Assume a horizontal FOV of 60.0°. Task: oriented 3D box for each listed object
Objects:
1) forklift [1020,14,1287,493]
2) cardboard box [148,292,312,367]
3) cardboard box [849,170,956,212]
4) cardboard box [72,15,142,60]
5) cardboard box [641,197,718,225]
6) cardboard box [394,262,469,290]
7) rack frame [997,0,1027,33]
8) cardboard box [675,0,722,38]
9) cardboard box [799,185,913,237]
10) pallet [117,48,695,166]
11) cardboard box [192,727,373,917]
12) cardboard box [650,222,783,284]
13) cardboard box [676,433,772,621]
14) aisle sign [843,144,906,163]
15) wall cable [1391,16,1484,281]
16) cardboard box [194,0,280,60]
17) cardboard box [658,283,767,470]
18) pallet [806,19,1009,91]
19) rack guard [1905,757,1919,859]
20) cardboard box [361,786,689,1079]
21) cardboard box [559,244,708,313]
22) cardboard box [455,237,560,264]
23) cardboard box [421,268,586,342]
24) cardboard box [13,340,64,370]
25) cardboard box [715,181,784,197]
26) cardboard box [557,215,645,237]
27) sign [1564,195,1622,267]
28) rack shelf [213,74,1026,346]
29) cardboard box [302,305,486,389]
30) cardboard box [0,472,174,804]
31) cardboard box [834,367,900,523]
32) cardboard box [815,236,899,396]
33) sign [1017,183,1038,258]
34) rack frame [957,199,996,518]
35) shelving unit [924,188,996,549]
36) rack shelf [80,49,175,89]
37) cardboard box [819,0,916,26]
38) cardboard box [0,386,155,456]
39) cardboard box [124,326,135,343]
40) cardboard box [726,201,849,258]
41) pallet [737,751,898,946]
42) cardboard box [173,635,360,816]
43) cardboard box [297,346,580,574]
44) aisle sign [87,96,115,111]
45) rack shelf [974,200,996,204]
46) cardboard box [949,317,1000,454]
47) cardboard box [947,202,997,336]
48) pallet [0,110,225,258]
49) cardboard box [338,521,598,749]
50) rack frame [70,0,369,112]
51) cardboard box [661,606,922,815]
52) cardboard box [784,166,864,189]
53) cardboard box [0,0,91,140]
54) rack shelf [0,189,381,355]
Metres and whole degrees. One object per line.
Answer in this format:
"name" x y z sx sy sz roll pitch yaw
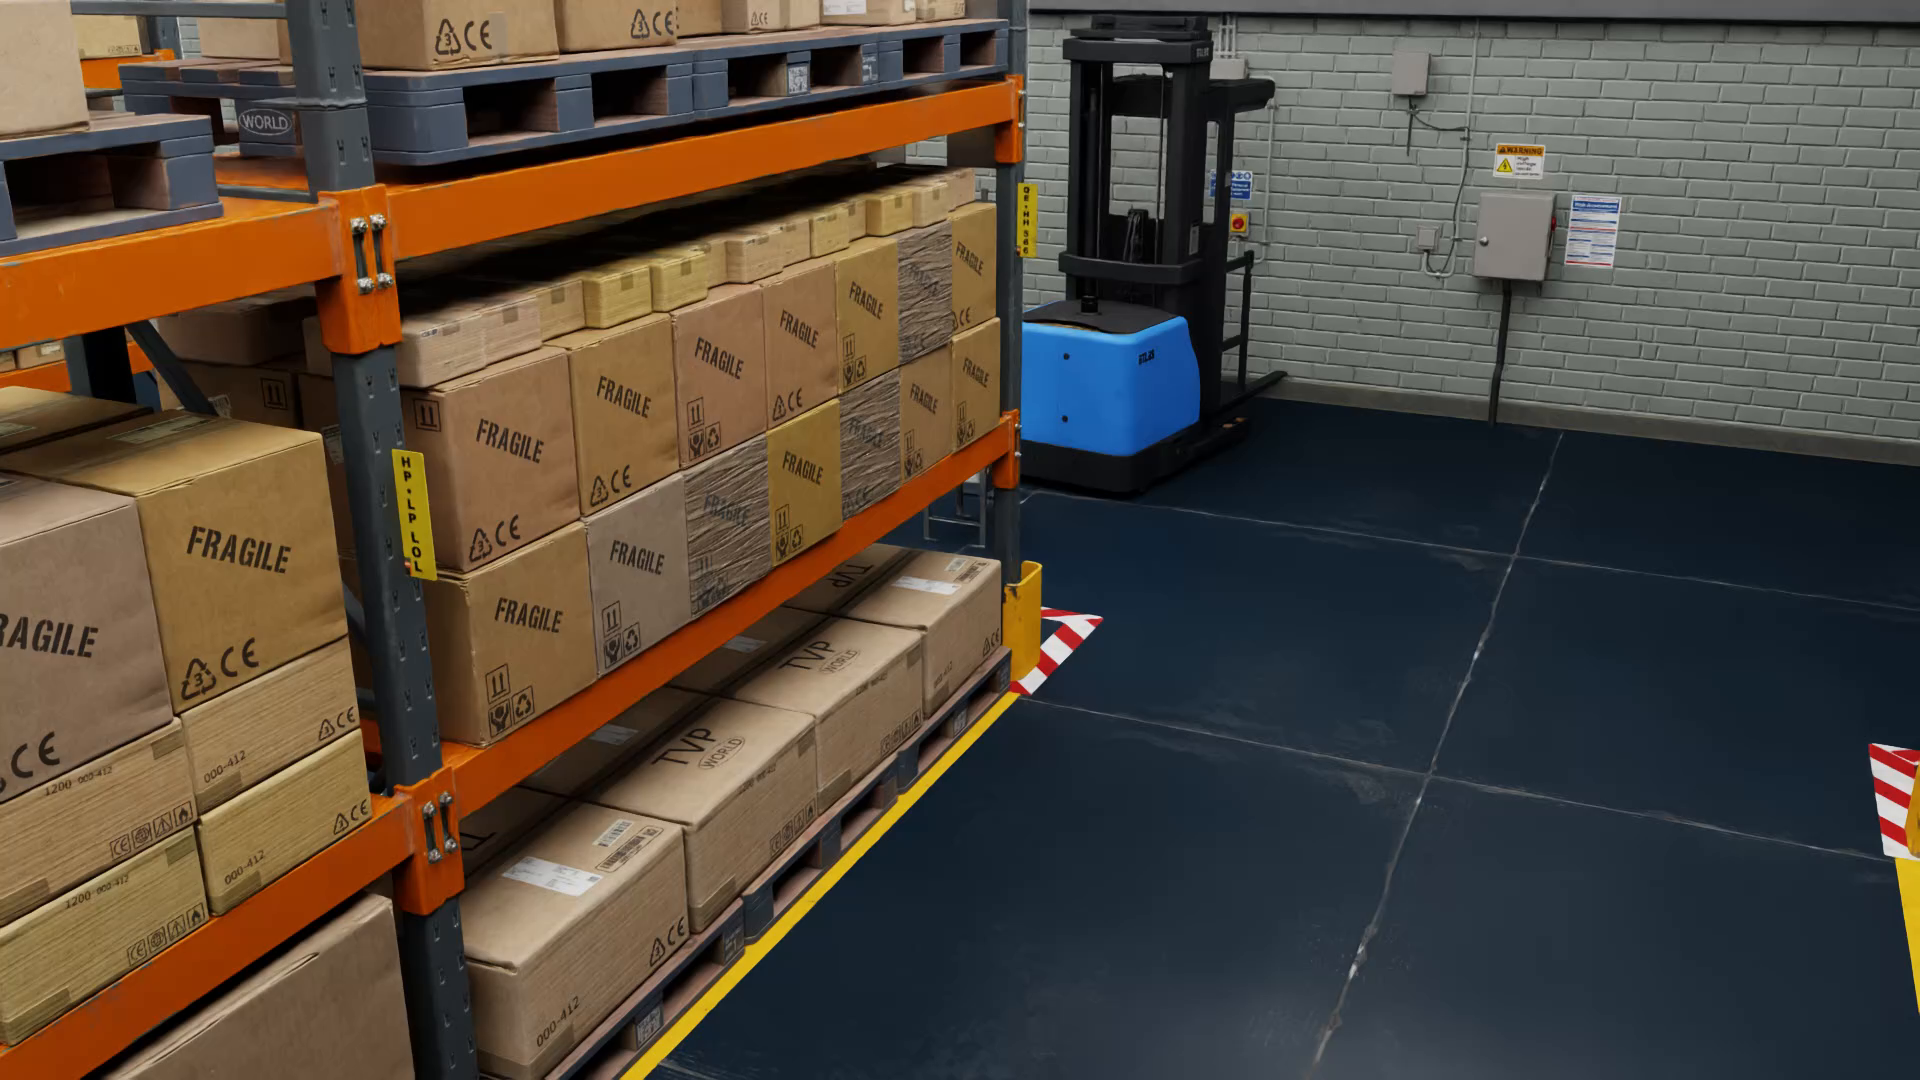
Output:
"forklift" 1.451 -2.123 11.564 1.130 2.935 3.031 12 23 31
"cardboard box" -1.995 -0.585 4.528 0.380 0.149 0.250 8 21 22
"cardboard box" -0.239 -1.452 6.966 0.380 0.149 0.250 9 21 24
"cardboard box" -4.695 -2.662 8.724 0.500 0.250 0.500 8 21 22
"cardboard box" -1.136 -1.205 6.271 0.380 0.149 0.250 9 21 23
"cardboard box" -1.677 -0.726 4.924 0.380 0.149 0.250 9 21 23
"rack frame" -0.193 -3.673 6.867 1.000 3.000 0.127 9 21 23
"cardboard box" -1.155 -1.956 5.591 0.500 0.500 0.500 9 21 24
"cardboard box" -0.409 -1.290 6.511 0.380 0.149 0.250 9 22 24
"pallet" -1.486 -1.244 4.645 1.003 0.211 1.213 9 21 23
"cardboard box" -1.785 0.619 3.976 0.500 0.250 0.500 8 21 21
"cardboard box" -0.824 -0.971 5.614 0.380 0.149 0.250 9 21 23
"cardboard box" -0.981 -0.083 5.575 0.500 0.500 0.500 9 21 23
"aisle sign" -0.428 -2.133 7.610 0.394 0.787 0.004 9 21 23
"wall cable" 3.393 -2.861 12.021 0.588 1.984 0.122 9 21 23
"cardboard box" -1.861 -1.458 4.539 0.396 0.266 0.258 9 22 24
"cardboard box" -0.982 -0.563 5.433 0.500 0.500 0.500 9 21 24
"pallet" -0.487 -1.990 6.743 1.003 0.211 1.213 9 21 23
"rack guard" 4.306 1.035 6.314 1.175 0.500 0.348 9 21 23
"cardboard box" -1.476 1.209 5.291 0.875 0.438 0.875 8 21 22
"cardboard box" -1.016 -0.818 5.182 0.380 0.149 0.250 8 21 21
"cardboard box" -1.520 -0.887 5.377 0.380 0.149 0.250 8 21 22
"cardboard box" -1.308 -0.673 4.775 0.380 0.149 0.250 8 21 22
"cardboard box" -4.934 -1.007 8.699 0.380 0.149 0.250 9 22 24
"cardboard box" -0.936 -1.363 6.716 0.380 0.149 0.250 8 21 21
"cardboard box" -1.327 -1.045 5.820 0.380 0.149 0.250 9 21 23
"sign" 4.487 -2.191 11.795 0.329 0.494 0.001 9 21 23
"rack shelf" -1.012 -1.309 5.771 1.077 0.370 4.000 9 21 23
"cardboard box" -1.465 -0.508 4.312 0.380 0.149 0.250 8 21 22
"cardboard box" -1.990 0.188 3.321 0.500 0.500 0.500 9 21 24
"cardboard box" -0.570 -0.400 6.467 0.500 0.500 0.500 9 22 24
"cardboard box" -0.566 -0.870 6.297 0.500 0.500 0.500 8 21 22
"sign" 0.296 -1.425 7.417 0.100 0.325 0.005 9 21 23
"rack frame" 0.168 -1.114 9.969 0.400 2.100 0.015 9 21 23
"shelving unit" 0.068 -1.040 9.759 0.431 2.100 0.503 9 21 23
"rack shelf" -5.569 -1.958 7.594 1.077 0.370 4.000 9 21 23
"cardboard box" -0.394 -2.097 6.512 0.380 0.149 0.250 7 21 19
"cardboard box" -2.273 -0.047 3.982 0.500 0.500 0.500 9 21 23
"cardboard box" -4.762 -1.167 9.149 0.380 0.149 0.250 9 21 23
"cardboard box" -0.630 -1.135 6.075 0.380 0.149 0.250 9 22 24
"pallet" -0.950 1.094 6.577 1.003 0.211 1.213 9 21 23
"cardboard box" -1.790 0.380 3.902 0.500 0.250 0.500 9 21 23
"cardboard box" -1.415 -0.254 4.565 0.500 0.500 0.500 9 21 23
"aisle sign" -4.994 -2.783 9.438 0.394 0.787 0.004 9 21 23
"rack shelf" 0.068 -1.687 9.529 0.431 0.518 0.480 9 21 23
"cardboard box" -0.149 -0.710 7.339 0.500 0.500 0.500 9 21 23
"cardboard box" -0.173 -1.185 7.182 0.500 0.500 0.500 9 22 24
"pallet" -2.161 -0.660 3.156 0.805 0.209 1.217 8 21 21
"cardboard box" -1.400 0.222 4.719 0.500 0.500 0.500 9 22 24
"rack frame" -1.831 -2.450 3.429 1.000 3.000 0.127 9 21 23
"cardboard box" -0.739 0.659 6.835 0.875 0.438 0.875 9 22 24
"cardboard box" -0.633 -1.510 7.128 0.380 0.149 0.250 9 22 24
"cardboard box" -2.000 -0.895 3.037 0.500 0.311 0.500 9 21 23
"rack shelf" -2.650 -0.087 2.333 1.077 0.370 4.000 9 21 23
